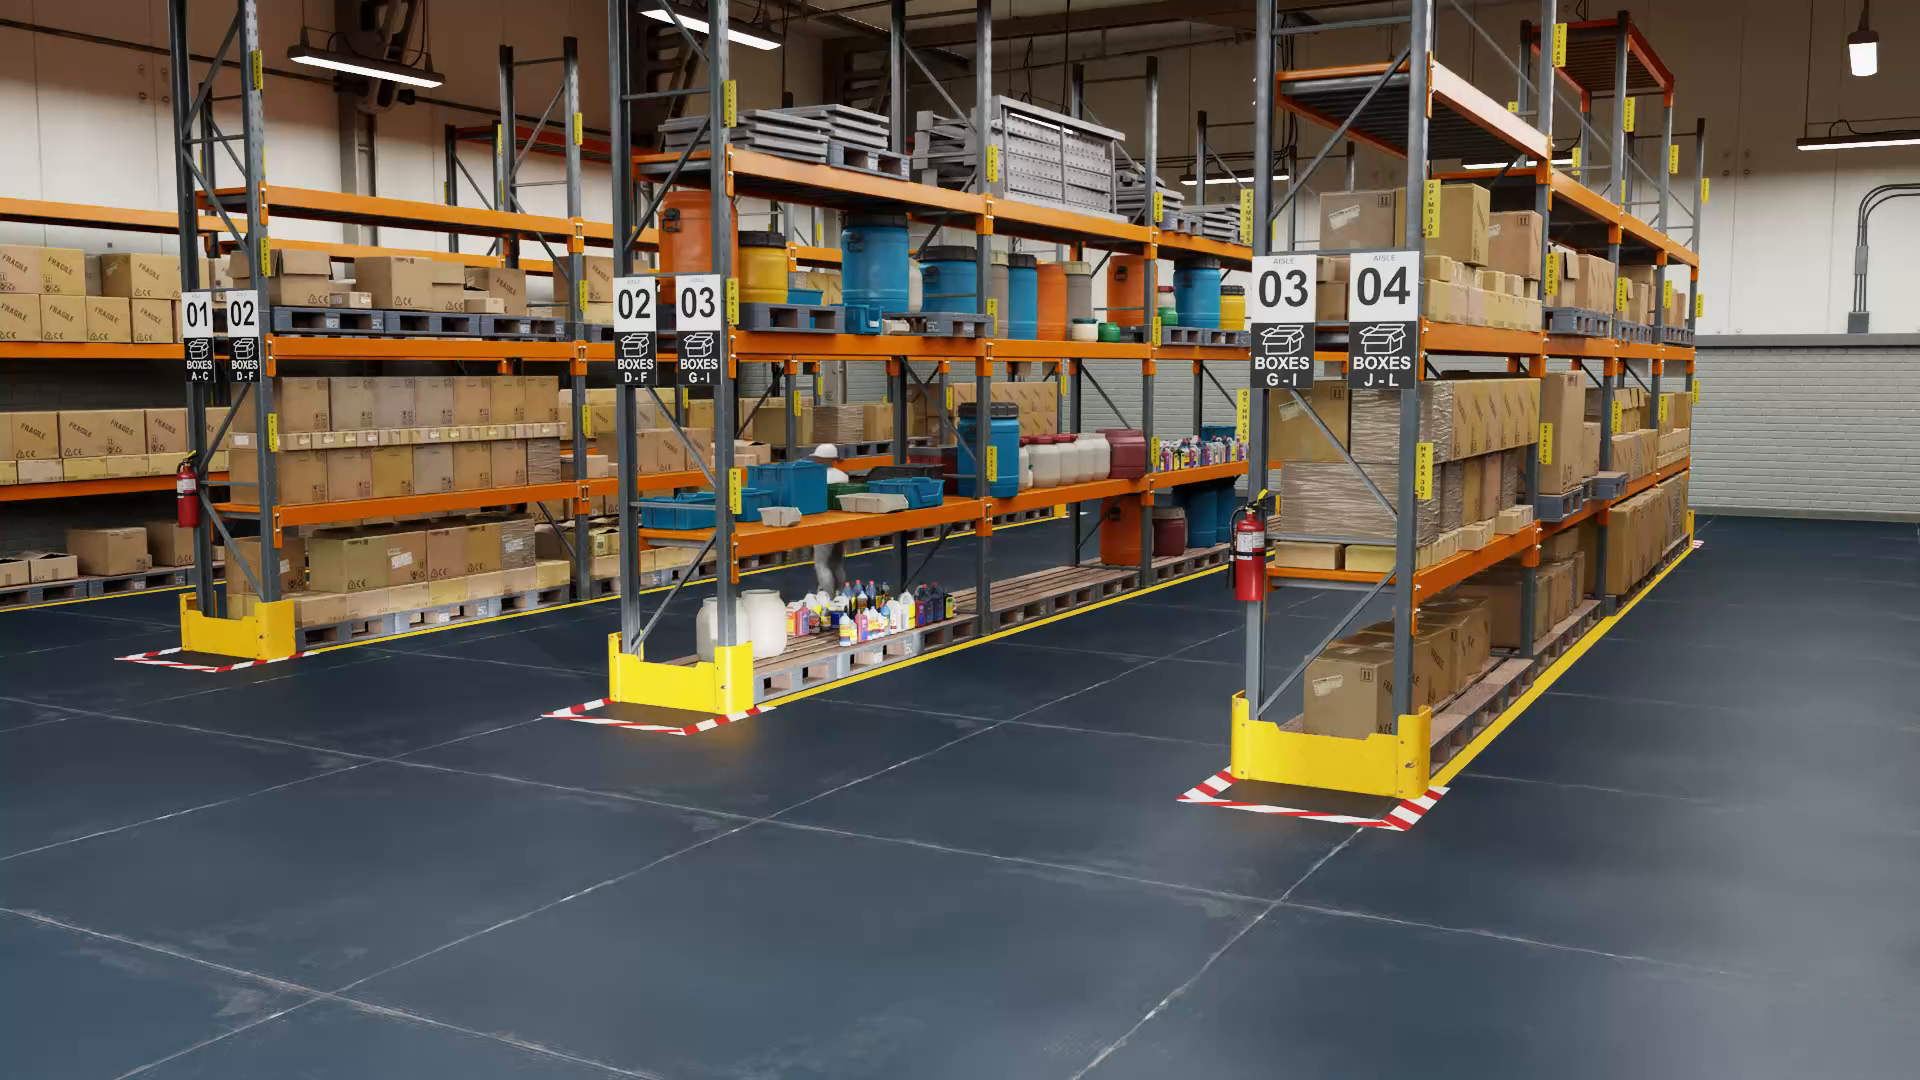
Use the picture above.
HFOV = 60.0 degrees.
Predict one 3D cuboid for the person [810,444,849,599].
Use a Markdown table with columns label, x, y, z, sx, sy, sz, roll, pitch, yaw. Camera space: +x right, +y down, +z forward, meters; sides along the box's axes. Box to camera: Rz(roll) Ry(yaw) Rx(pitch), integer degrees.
| label | x | y | z | sx | sy | sz | roll | pitch | yaw |
| --- | --- | --- | --- | --- | --- | --- | --- | --- | --- |
| person | -1.423 | -0.112 | 17.130 | 0.576 | 1.761 | 0.505 | 3 | 7 | 28 |
